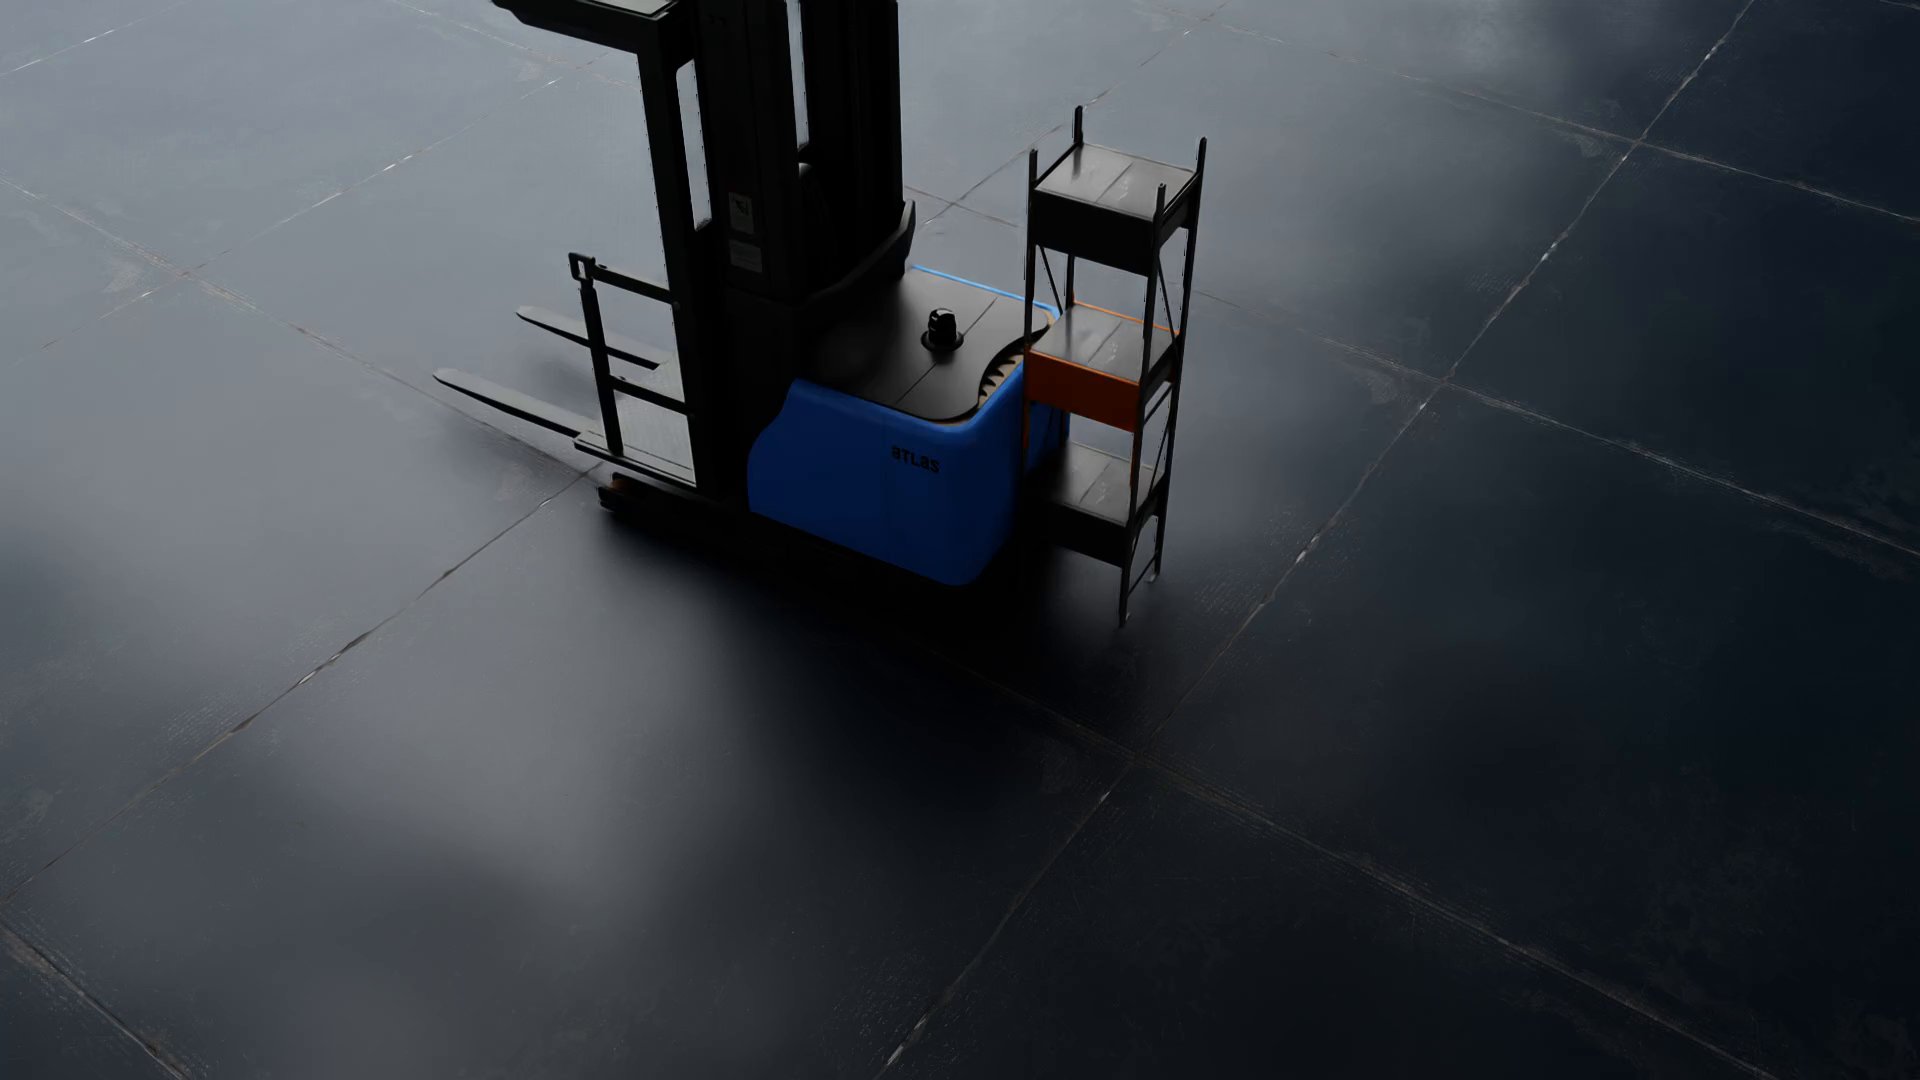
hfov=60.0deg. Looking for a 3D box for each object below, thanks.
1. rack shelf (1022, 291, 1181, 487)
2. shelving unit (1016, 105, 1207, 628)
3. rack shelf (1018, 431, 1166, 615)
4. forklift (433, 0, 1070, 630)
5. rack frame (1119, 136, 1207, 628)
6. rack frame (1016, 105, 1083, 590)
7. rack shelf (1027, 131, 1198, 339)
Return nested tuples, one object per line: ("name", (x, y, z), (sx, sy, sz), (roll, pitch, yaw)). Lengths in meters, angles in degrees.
("rack shelf", (0.559, -0.597, 6.551), (0.480, 0.518, 0.431), (20, 46, 21))
("shelving unit", (0.559, -0.607, 6.542), (0.503, 2.100, 0.431), (20, 46, 21))
("rack shelf", (0.559, -0.075, 7.017), (0.480, 0.518, 0.431), (20, 46, 21))
("forklift", (-1.050, -1.429, 6.837), (3.031, 2.935, 1.130), (20, 46, 21))
("rack frame", (0.773, -0.529, 6.454), (0.015, 2.100, 0.400), (20, 46, 21))
("rack frame", (0.345, -0.685, 6.629), (0.015, 2.100, 0.400), (20, 46, 21))
("rack shelf", (0.559, -1.118, 6.084), (0.480, 0.518, 0.431), (20, 46, 21))
